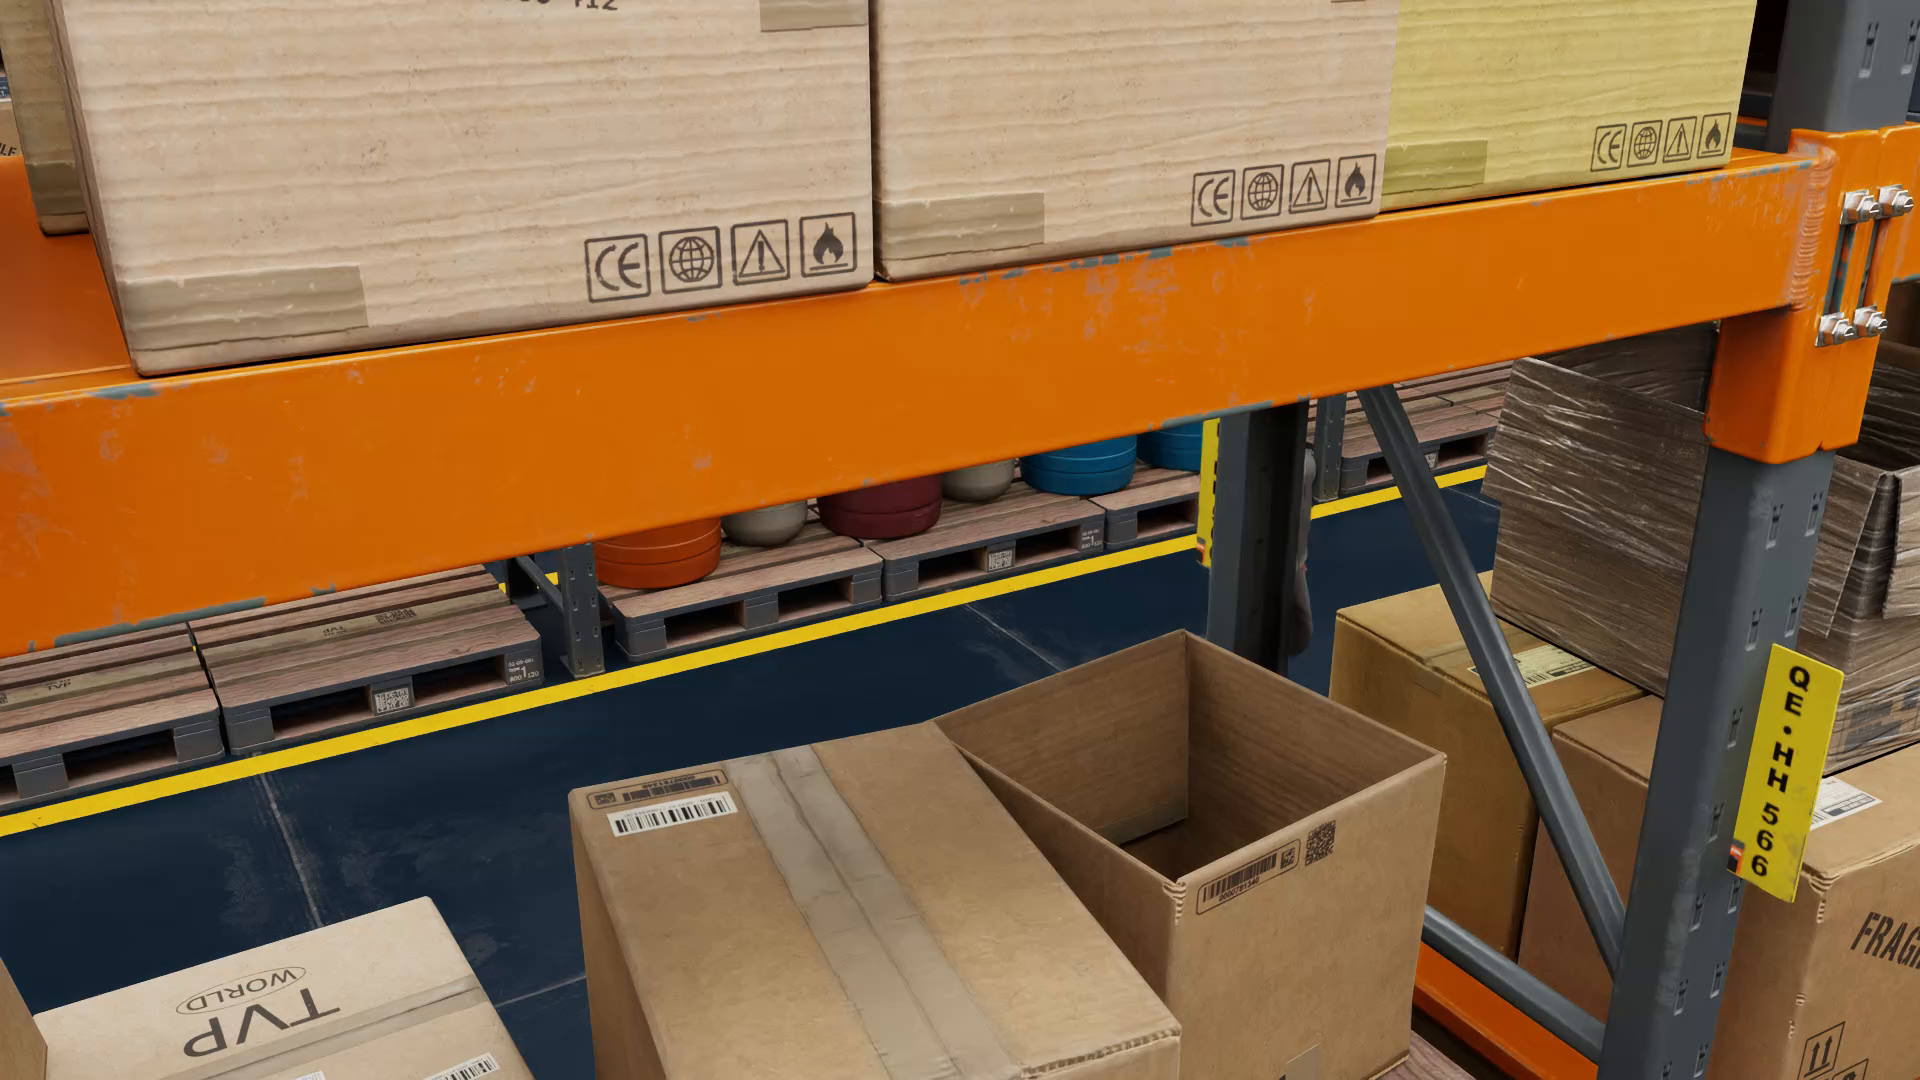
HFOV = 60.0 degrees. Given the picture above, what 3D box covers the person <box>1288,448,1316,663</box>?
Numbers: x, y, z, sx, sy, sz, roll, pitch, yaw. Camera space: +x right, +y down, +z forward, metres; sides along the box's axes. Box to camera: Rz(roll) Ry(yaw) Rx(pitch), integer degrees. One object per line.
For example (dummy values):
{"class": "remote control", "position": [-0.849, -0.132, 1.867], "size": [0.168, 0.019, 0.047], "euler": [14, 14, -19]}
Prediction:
{"class": "person", "position": [1.038, 0.115, 5.833], "size": [0.580, 1.535, 0.447], "euler": [11, 25, 26]}
